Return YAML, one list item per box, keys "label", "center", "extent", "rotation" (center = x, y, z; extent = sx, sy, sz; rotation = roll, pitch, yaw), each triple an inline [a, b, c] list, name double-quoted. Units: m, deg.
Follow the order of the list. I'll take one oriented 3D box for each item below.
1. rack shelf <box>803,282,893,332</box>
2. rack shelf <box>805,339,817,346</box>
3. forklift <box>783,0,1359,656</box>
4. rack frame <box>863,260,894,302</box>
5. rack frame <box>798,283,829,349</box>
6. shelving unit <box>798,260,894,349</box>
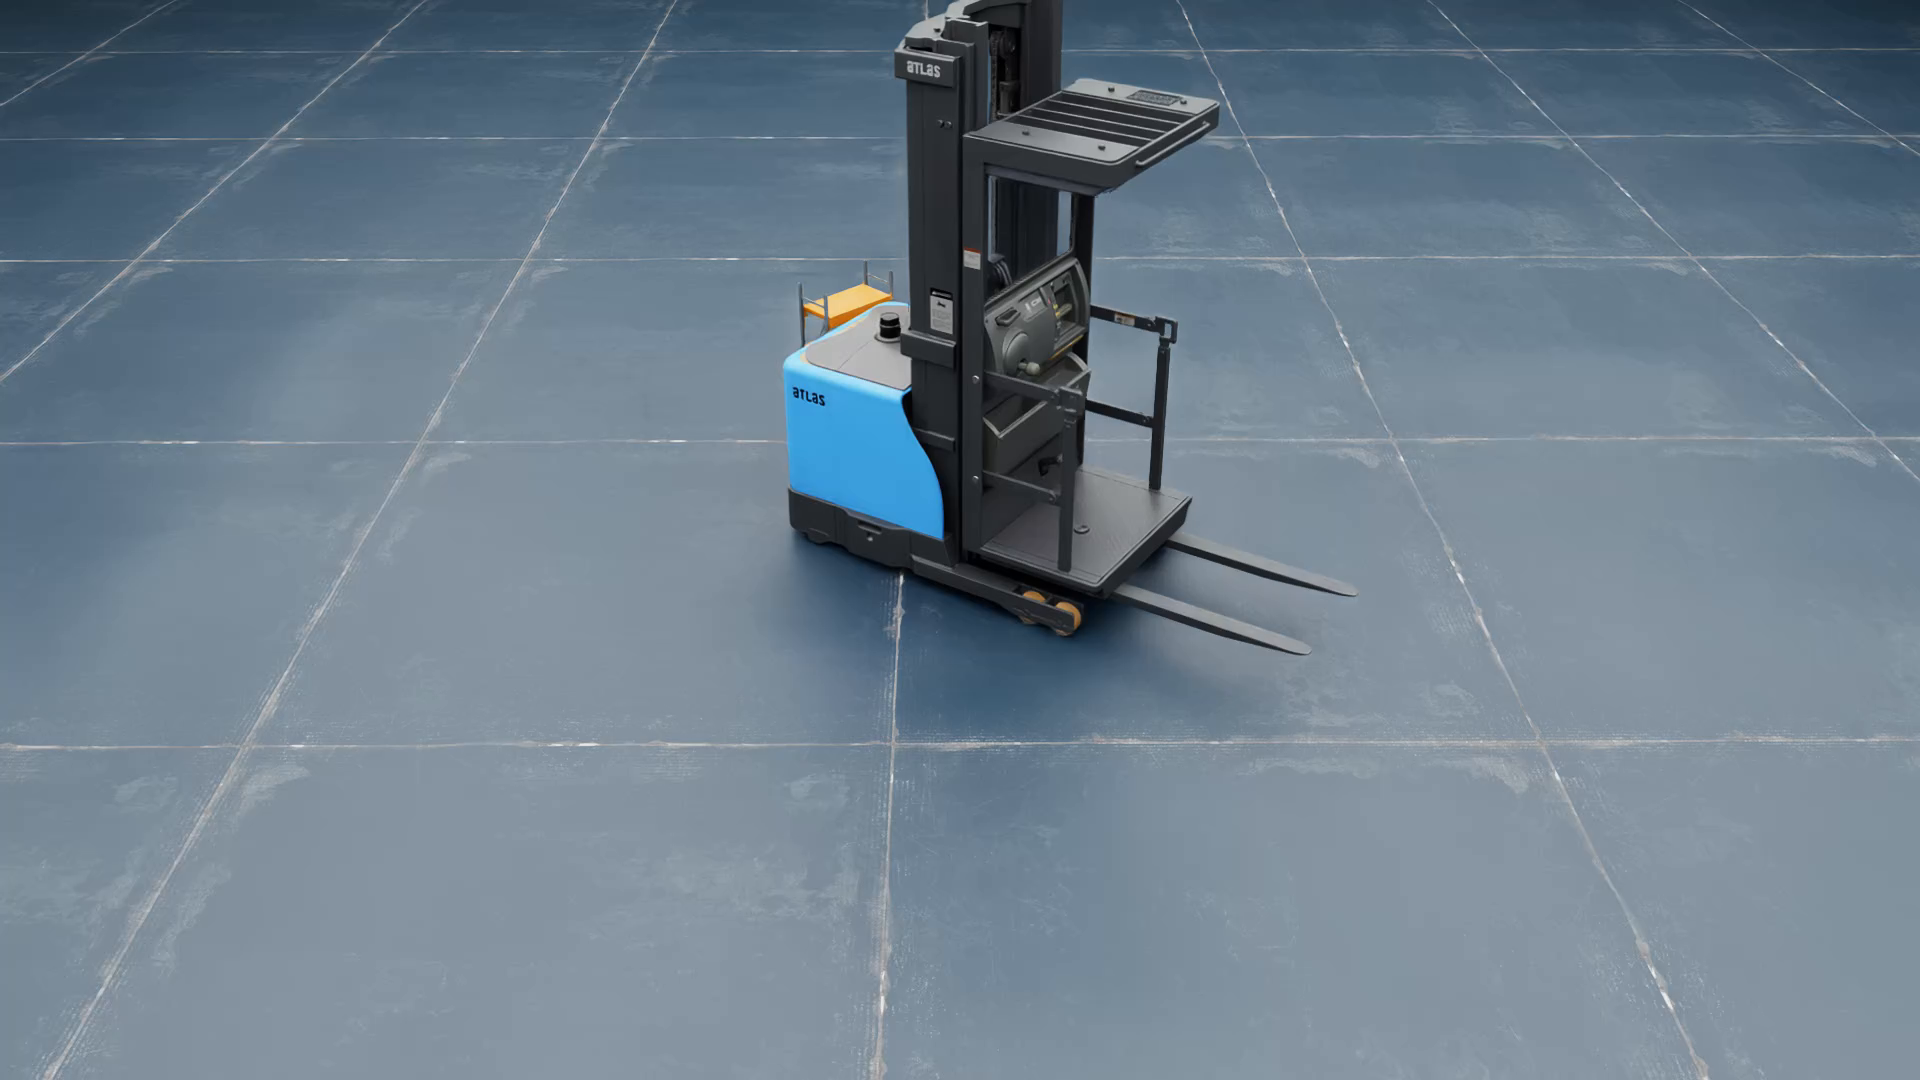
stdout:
- label: "rack shelf"
  center: [-0.644, -1.307, 9.490]
  extent: [0.480, 0.148, 0.258]
  rotation: [-27, 40, -37]
- label: "rack shelf"
  center: [-0.644, -1.105, 9.613]
  extent: [0.480, 0.148, 0.258]
  rotation: [-27, 40, -37]
- label: "forklift"
  center: [0.564, -1.084, 8.211]
  extent: [3.031, 2.935, 1.130]
  rotation: [18, 36, 28]
- label: "rack frame"
  center: [-0.470, -1.060, 9.840]
  extent: [0.015, 1.200, 0.240]
  rotation: [-27, 40, -37]
- label: "rack frame"
  center: [-0.818, -0.883, 9.548]
  extent: [0.015, 1.200, 0.240]
  rotation: [-27, 40, -37]
- label: "shelving unit"
  center: [-0.644, -0.971, 9.694]
  extent: [0.503, 1.200, 0.258]
  rotation: [-27, 40, -37]
